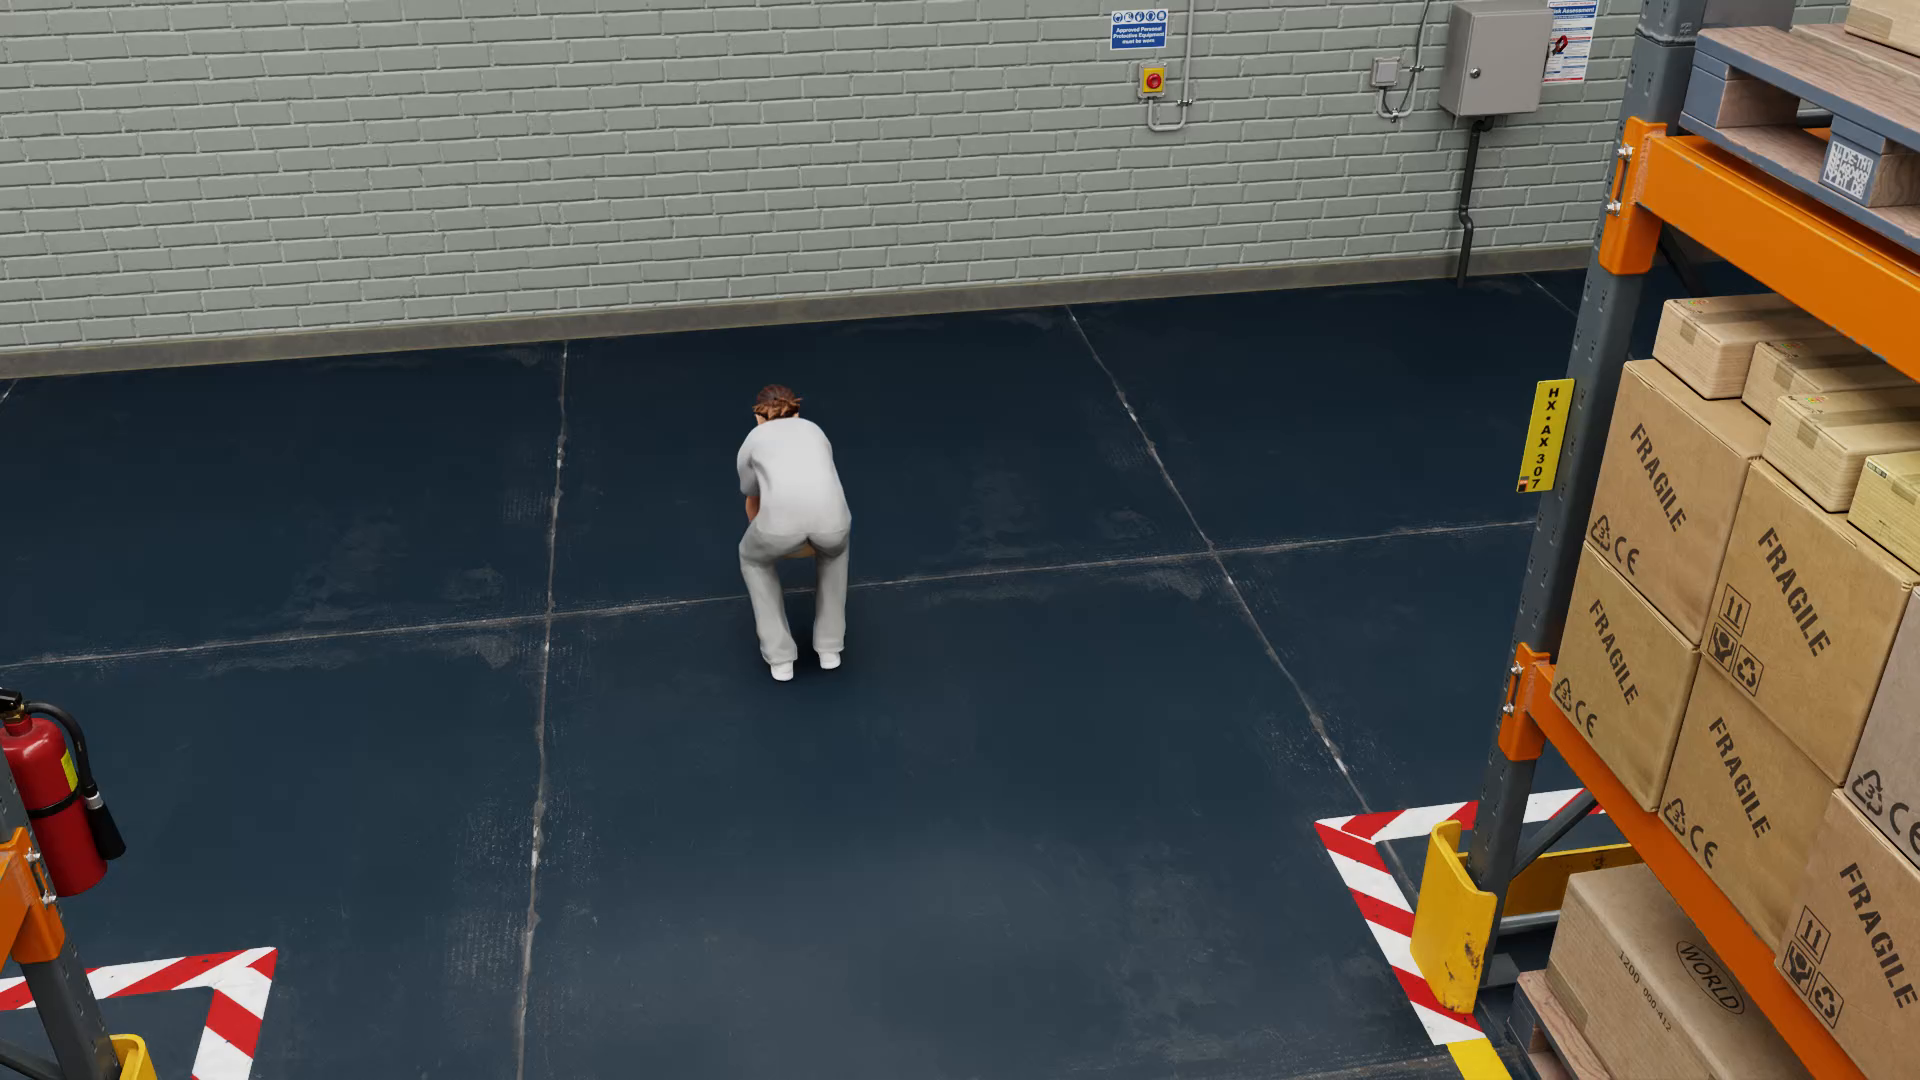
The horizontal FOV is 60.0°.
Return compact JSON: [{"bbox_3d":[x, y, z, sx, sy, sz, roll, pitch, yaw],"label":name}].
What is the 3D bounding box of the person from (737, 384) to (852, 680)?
[{"bbox_3d":[-0.683,-0.037,6.802,0.457,1.054,0.864,-7,31,-11],"label":"person"}]
